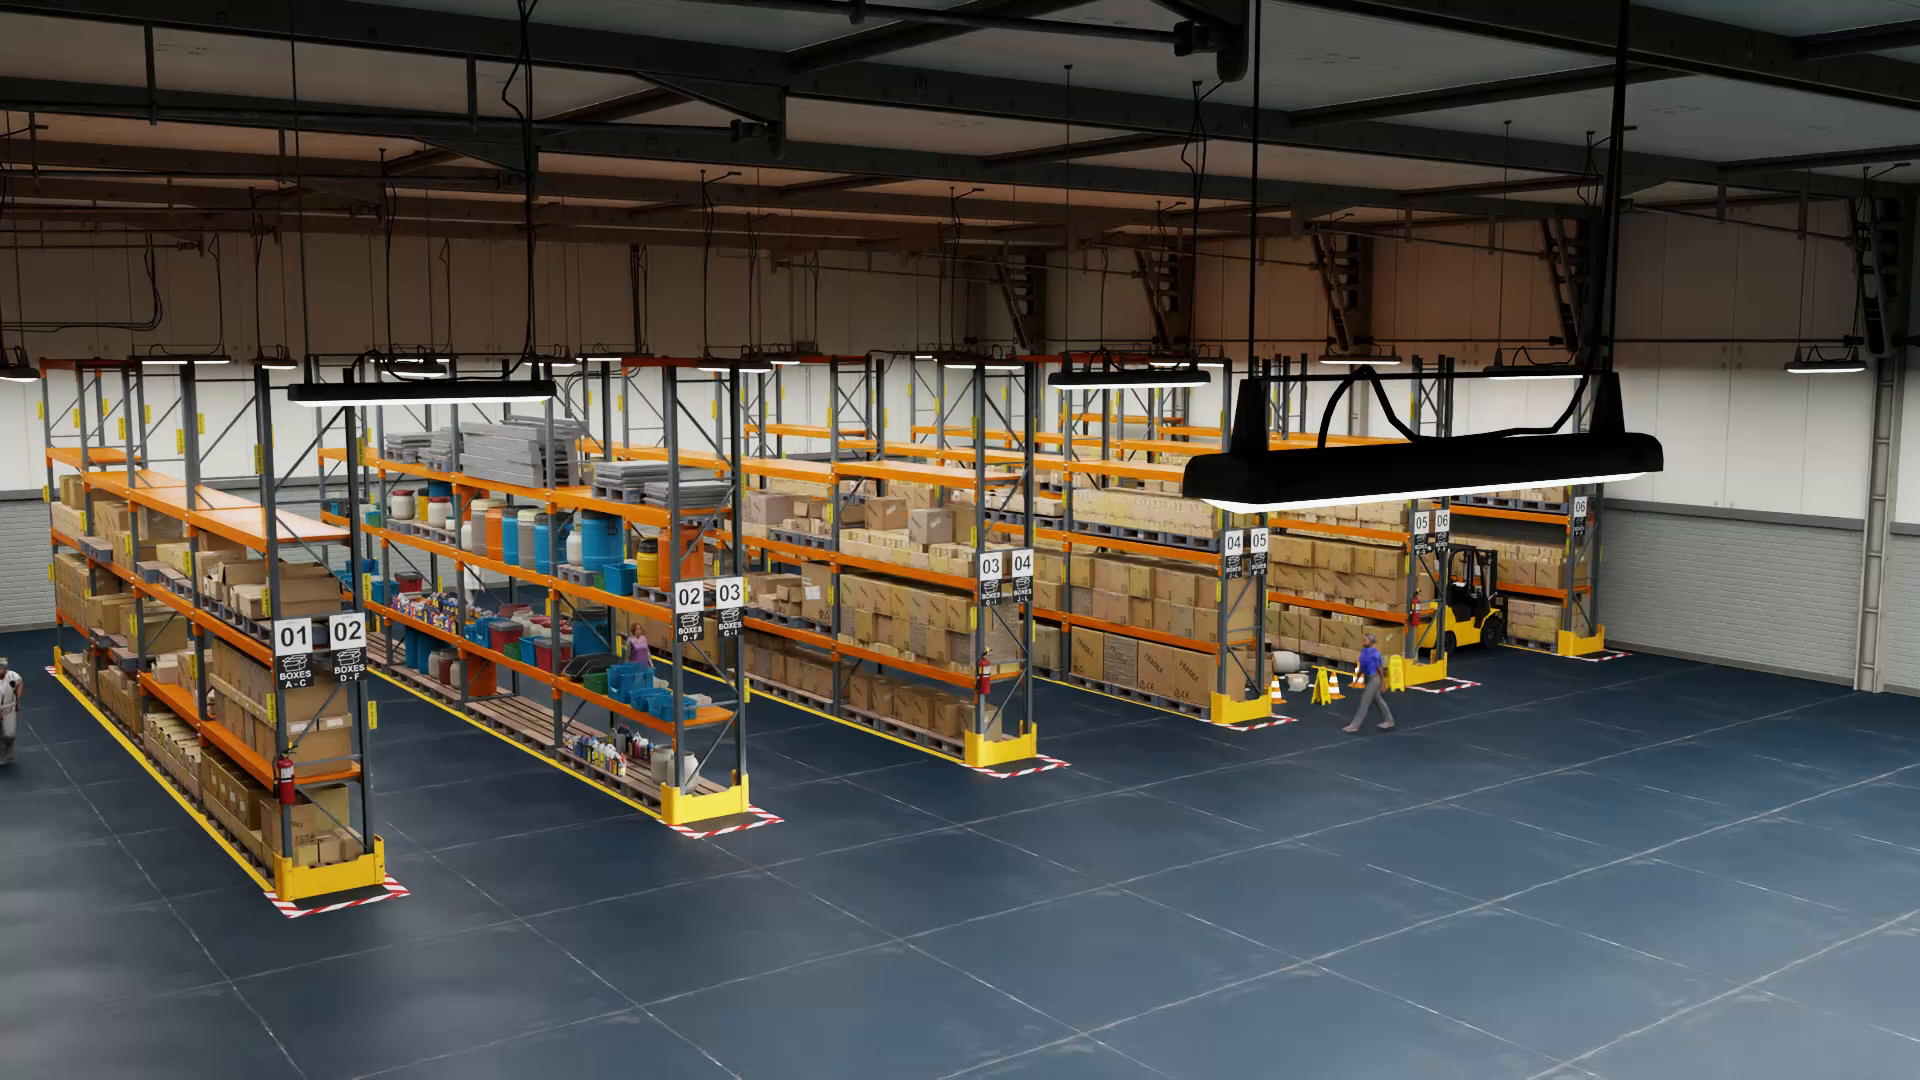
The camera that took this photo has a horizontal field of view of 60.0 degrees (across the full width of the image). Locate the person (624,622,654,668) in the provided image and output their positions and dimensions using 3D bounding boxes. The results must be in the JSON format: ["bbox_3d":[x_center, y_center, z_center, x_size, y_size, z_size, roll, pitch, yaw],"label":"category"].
[{"bbox_3d":[-5.451,2.164,28.223,0.440,1.530,0.972,-5,9,-38],"label":"person"}]

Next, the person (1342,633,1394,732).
[{"bbox_3d":[6.617,2.284,26.960,1.001,1.582,0.481,-2,7,-15],"label":"person"}]

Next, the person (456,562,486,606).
[{"bbox_3d":[-10.829,1.045,36.886,1.094,1.714,0.548,6,9,42],"label":"person"}]

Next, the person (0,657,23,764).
[{"bbox_3d":[-14.275,2.533,24.740,0.619,1.676,0.726,-4,8,-28],"label":"person"}]
